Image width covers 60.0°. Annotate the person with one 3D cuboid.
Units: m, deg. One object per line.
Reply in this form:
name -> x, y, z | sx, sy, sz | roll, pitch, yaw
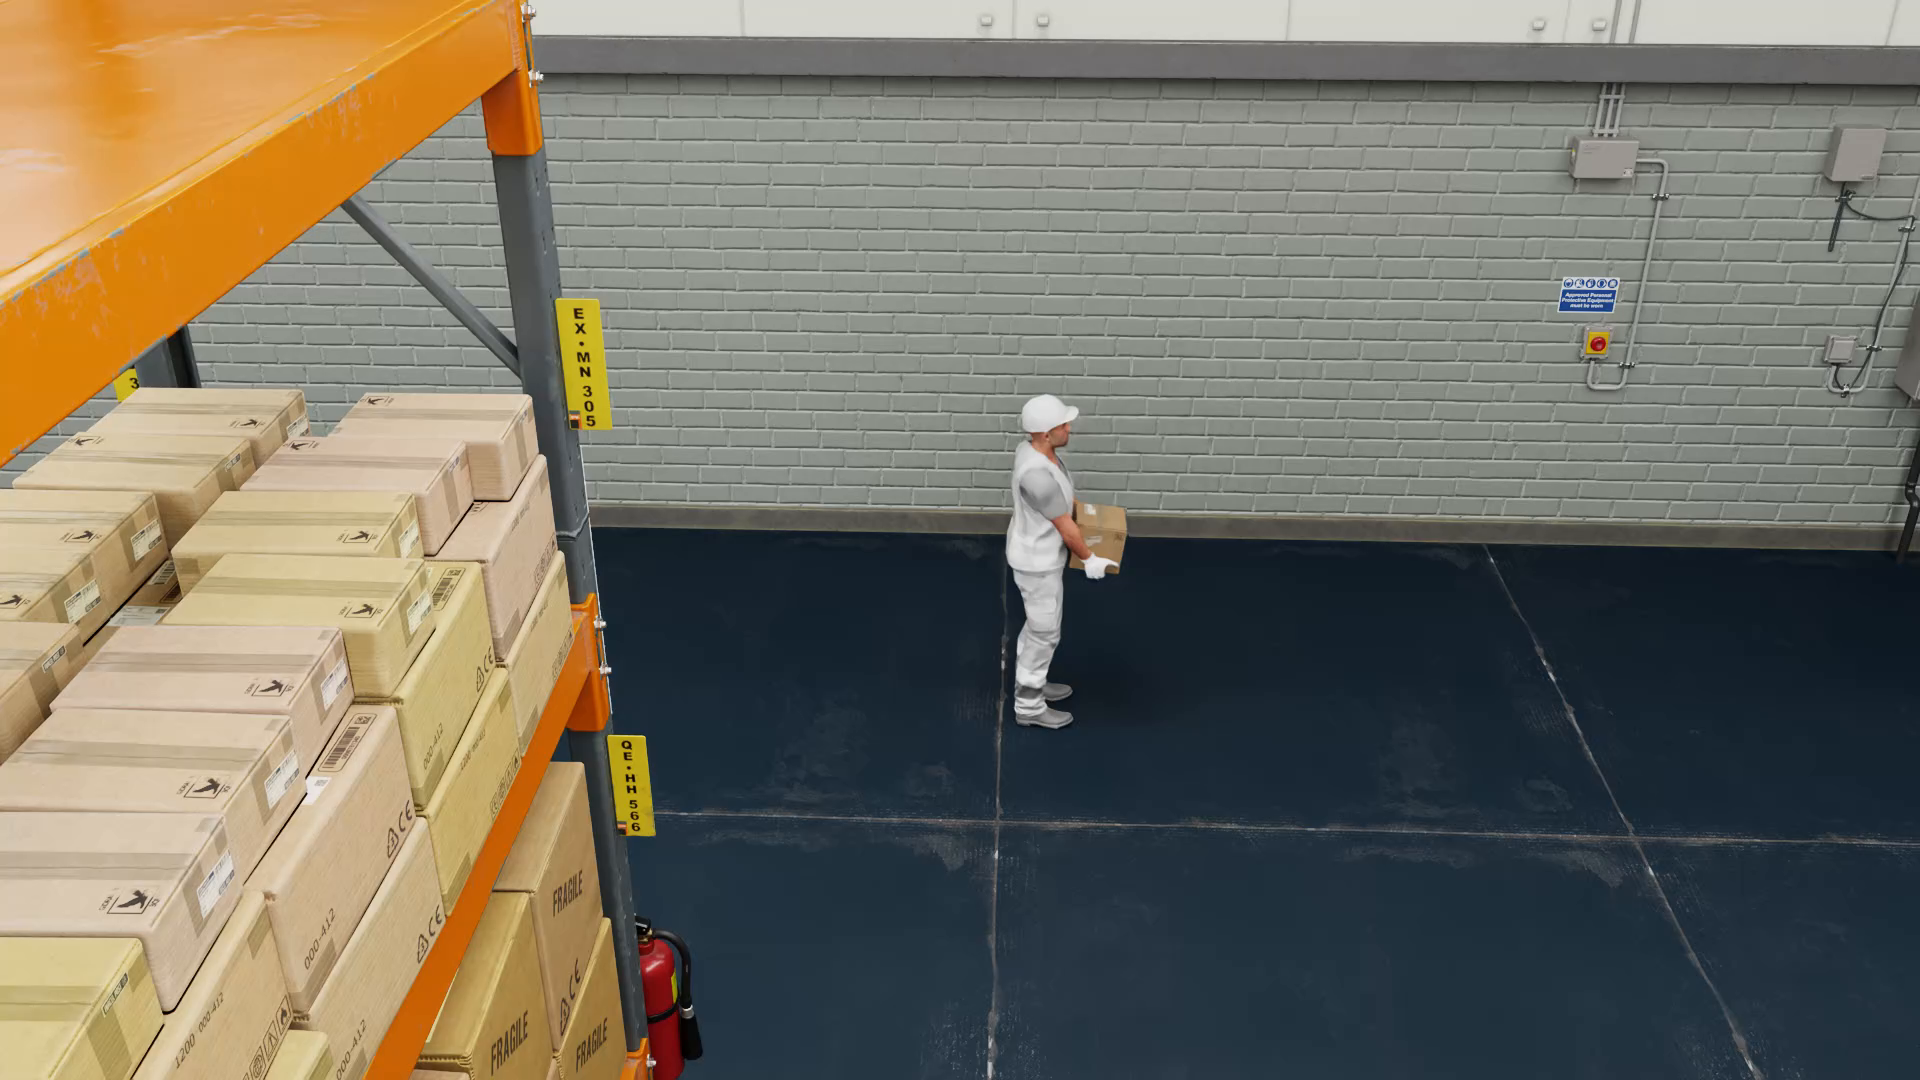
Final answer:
person -> 0.514, 0.098, 8.408 | 0.561, 1.787, 0.495 | 1, 28, 2
